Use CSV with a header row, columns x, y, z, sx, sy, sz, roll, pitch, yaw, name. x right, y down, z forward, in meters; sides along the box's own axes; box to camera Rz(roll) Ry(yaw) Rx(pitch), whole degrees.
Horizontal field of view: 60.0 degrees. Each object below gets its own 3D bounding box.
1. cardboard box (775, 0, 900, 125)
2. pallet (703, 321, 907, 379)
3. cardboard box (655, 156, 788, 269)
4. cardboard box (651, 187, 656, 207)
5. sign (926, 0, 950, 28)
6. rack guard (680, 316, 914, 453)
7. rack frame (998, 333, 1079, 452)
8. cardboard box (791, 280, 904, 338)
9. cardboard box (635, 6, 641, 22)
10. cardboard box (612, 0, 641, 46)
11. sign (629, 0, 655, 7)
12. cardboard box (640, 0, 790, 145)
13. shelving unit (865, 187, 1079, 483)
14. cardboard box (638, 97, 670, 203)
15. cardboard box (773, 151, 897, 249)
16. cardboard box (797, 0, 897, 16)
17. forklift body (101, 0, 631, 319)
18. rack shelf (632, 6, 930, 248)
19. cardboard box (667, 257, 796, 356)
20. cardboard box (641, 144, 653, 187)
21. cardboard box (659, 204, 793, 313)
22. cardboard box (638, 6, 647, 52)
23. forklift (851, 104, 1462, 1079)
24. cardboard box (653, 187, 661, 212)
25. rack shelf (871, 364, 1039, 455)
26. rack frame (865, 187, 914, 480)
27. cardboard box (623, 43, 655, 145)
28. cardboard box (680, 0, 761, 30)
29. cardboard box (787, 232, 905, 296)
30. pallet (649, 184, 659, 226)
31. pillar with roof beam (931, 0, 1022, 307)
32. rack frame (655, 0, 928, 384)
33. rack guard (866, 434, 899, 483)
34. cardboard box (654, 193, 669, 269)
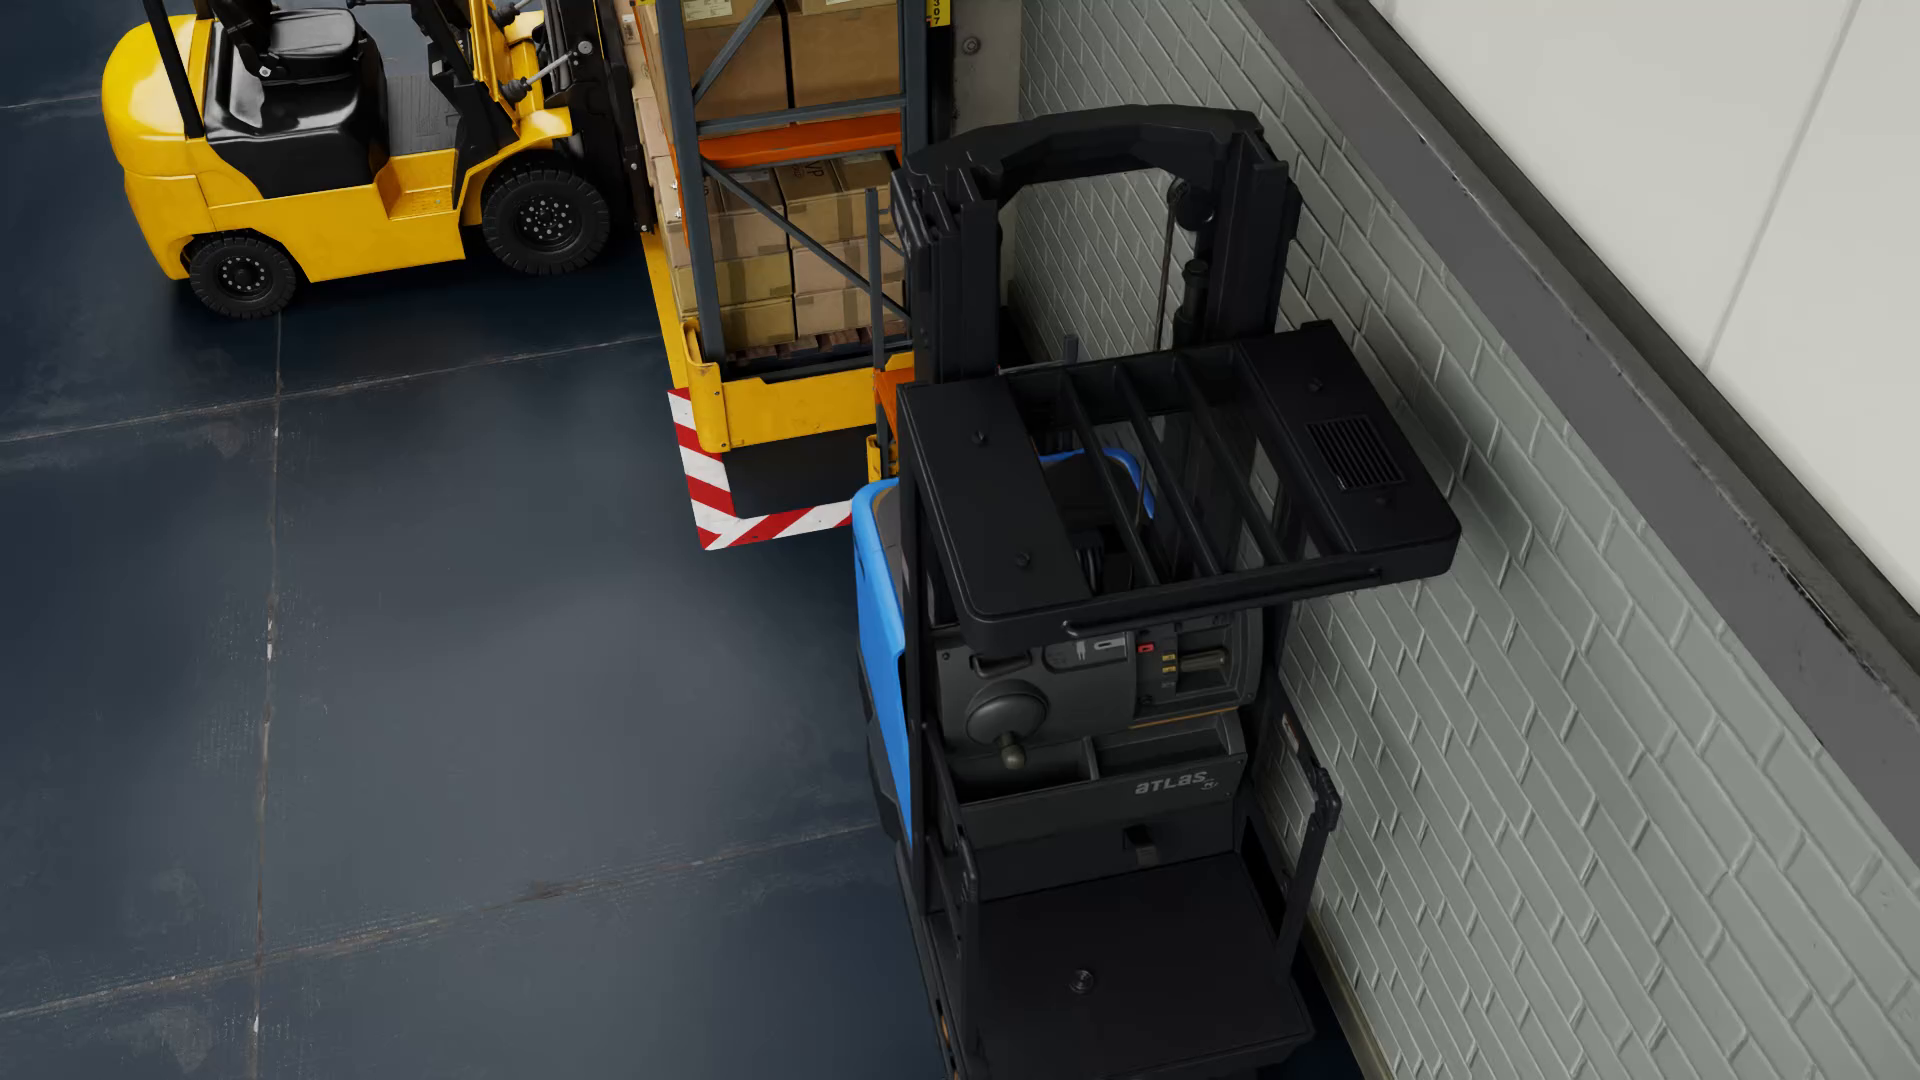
x,y,z,sx,sy,sz,roll,pitch,yaw,name
-0.484,-2.095,6.883,0.500,0.500,0.500,-9,46,-9,cardboard box
-0.862,-1.211,8.040,1.003,0.211,1.213,-11,47,-10,pallet
-1.045,-1.462,7.265,0.500,0.250,0.500,-9,46,-9,cardboard box
-1.289,-1.810,8.306,0.500,0.250,0.500,-10,46,-10,cardboard box
-0.087,-2.095,6.292,0.100,0.325,0.005,-11,47,-10,sign
-0.619,-0.775,7.411,1.175,0.500,0.348,-11,47,-10,rack guard
0.152,-0.115,6.063,0.500,1.500,0.032,-11,47,-10,rack frame
-0.562,-1.226,7.733,0.500,0.250,0.500,-11,47,-10,cardboard box
-1.261,-2.707,7.484,0.500,0.500,0.500,-12,47,-11,cardboard box
-1.442,-2.512,8.293,0.500,0.250,0.500,-12,47,-11,cardboard box
-1.153,-2.065,5.948,0.100,0.325,0.005,-11,47,-10,sign
-1.005,-1.994,6.784,0.500,0.500,0.500,-12,47,-11,cardboard box
0.020,-0.472,6.413,0.587,1.500,1.083,-11,47,-10,shelving unit
-1.181,-1.814,7.609,0.500,0.250,0.500,-10,46,-10,cardboard box
-0.565,-1.568,7.368,0.500,0.250,0.500,-11,47,-11,cardboard box
-0.461,-2.210,6.543,0.380,0.149,0.250,-12,47,-11,cardboard box
-2.874,-2.345,7.793,2.313,2.155,1.214,-11,47,-10,forklift body
-1.137,-2.796,8.144,1.077,0.370,4.000,-11,47,-10,rack shelf
-1.051,-1.118,7.627,0.500,0.250,0.500,-10,46,-10,cardboard box
-1.323,-2.006,8.148,0.500,0.250,0.500,-12,47,-11,cardboard box
-1.052,-1.305,7.461,0.500,0.250,0.500,-11,47,-11,cardboard box
-1.129,-2.353,7.137,0.500,0.500,0.500,-9,46,-9,cardboard box
0.447,0.480,4.478,1.130,2.935,3.031,-9,46,-9,forklift
-1.170,-1.654,7.802,0.500,0.250,0.500,-11,47,-11,cardboard box
0.022,-0.340,6.536,0.538,0.185,1.000,-11,47,-10,rack shelf
-0.108,-0.817,6.751,0.500,1.500,0.032,-11,47,-10,rack frame
-1.320,-2.160,7.949,0.500,0.250,0.500,-10,46,-10,cardboard box
-0.985,-2.117,6.451,0.380,0.149,0.250,-10,46,-10,cardboard box
-0.545,-1.389,7.543,0.500,0.250,0.500,-10,46,-10,cardboard box
-1.170,-2.052,8.864,1.003,0.211,1.213,-11,47,-10,pallet
-4.094,-3.625,4.253,9.100,9.000,0.400,-11,47,-10,pillar with roof beam
-0.625,-1.667,6.534,1.000,3.000,0.127,-11,47,-10,rack frame
-0.108,-0.379,7.197,0.587,0.250,0.087,-11,47,-10,rack guard
-1.169,-1.463,7.966,0.500,0.250,0.500,-11,47,-10,cardboard box
